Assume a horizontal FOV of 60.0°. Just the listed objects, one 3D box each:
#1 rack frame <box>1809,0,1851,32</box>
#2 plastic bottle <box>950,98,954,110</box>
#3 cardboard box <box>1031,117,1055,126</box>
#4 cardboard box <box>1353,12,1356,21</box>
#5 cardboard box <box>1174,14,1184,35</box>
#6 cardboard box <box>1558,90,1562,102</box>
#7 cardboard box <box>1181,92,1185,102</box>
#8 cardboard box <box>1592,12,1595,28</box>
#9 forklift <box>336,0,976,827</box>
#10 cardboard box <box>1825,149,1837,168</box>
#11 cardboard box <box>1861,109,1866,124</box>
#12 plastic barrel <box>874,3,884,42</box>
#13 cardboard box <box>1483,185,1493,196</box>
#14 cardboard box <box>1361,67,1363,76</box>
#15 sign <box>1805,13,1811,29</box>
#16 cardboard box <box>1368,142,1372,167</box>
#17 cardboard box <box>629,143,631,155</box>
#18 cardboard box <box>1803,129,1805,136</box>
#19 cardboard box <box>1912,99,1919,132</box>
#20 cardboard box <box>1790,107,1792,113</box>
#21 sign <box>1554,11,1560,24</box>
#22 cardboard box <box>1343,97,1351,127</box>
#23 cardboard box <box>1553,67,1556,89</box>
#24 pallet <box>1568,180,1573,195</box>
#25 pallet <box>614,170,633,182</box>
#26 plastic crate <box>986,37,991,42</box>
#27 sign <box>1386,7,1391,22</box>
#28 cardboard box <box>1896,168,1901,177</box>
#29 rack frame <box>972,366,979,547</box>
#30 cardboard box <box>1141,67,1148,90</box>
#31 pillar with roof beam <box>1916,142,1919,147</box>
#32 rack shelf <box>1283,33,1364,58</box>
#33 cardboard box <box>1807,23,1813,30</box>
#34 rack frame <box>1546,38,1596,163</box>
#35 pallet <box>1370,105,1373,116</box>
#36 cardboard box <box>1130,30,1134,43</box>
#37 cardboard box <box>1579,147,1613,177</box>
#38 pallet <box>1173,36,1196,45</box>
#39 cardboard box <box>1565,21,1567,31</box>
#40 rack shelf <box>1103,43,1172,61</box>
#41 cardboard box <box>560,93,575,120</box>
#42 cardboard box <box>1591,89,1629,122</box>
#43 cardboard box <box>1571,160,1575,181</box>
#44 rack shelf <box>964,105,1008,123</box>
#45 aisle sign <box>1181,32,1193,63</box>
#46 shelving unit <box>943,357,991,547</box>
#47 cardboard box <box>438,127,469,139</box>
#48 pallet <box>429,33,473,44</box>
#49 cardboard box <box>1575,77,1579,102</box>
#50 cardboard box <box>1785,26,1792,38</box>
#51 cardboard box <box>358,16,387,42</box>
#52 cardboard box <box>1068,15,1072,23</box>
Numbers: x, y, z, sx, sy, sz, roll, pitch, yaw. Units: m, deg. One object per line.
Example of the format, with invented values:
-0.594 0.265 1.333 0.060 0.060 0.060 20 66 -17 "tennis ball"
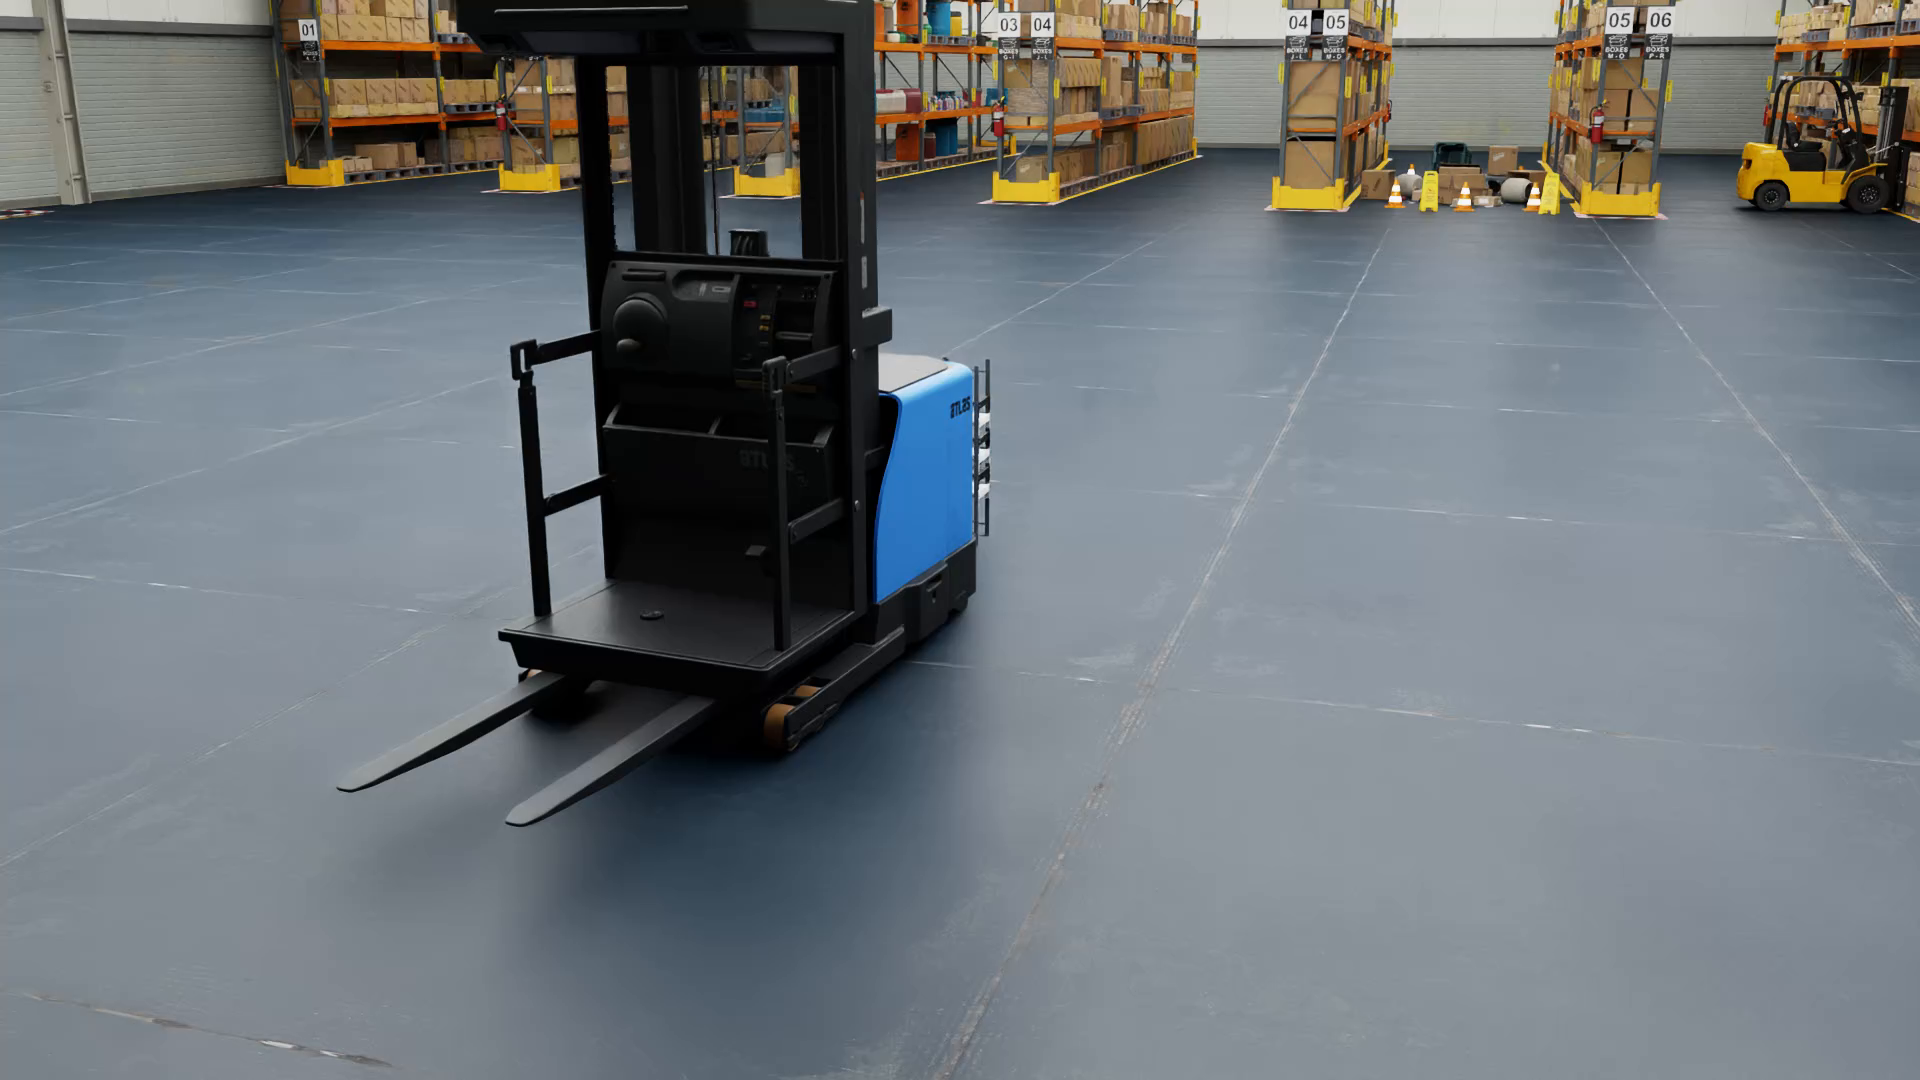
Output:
18.827 -12.354 35.395 1.000 3.000 0.127 5 16 16 "rack frame"
-0.233 -10.589 40.394 0.152 0.276 0.135 5 16 16 "plastic bottle"
1.465 -7.416 29.440 0.380 0.149 0.250 5 16 16 "cardboard box"
6.573 -8.972 28.473 0.380 0.149 0.250 5 16 16 "cardboard box"
5.172 -12.838 41.459 0.700 0.500 0.500 5 17 18 "cardboard box"
13.671 -9.927 37.191 0.500 0.250 0.500 4 16 14 "cardboard box"
5.385 -11.188 42.008 0.500 0.250 0.500 5 16 16 "cardboard box"
11.113 -8.914 28.491 0.500 0.250 0.500 5 17 16 "cardboard box"
-0.962 -0.808 5.808 1.130 2.935 3.031 6 17 22 "forklift"
17.604 -7.549 33.257 0.500 0.500 0.500 5 17 17 "cardboard box"
16.754 -7.715 30.307 0.500 0.250 0.500 5 17 16 "cardboard box"
-1.948 -11.239 36.172 0.600 0.830 0.708 5 16 16 "plastic barrel"
9.504 -6.397 30.397 0.258 0.266 0.396 -7 17 -23 "cardboard box"
7.876 -9.443 34.110 0.700 0.500 0.500 4 16 15 "cardboard box"
18.304 -11.200 35.875 0.100 0.325 0.005 5 16 16 "sign"
8.740 -8.460 36.469 0.500 0.500 0.500 5 17 17 "cardboard box"
-6.849 -8.535 36.164 0.500 0.311 0.500 5 16 16 "cardboard box"
18.528 -8.845 36.094 0.380 0.149 0.250 4 16 15 "cardboard box"
15.606 -6.795 26.606 0.500 0.500 0.500 4 16 15 "cardboard box"
18.880 -9.657 37.338 0.380 0.149 0.250 5 17 17 "cardboard box"
14.673 -12.845 40.875 0.100 0.325 0.005 5 16 16 "sign"
6.359 -7.525 29.089 0.875 0.550 0.550 5 16 16 "cardboard box"
14.654 -11.189 40.264 0.500 0.500 0.500 4 16 14 "cardboard box"
12.013 -6.622 31.287 1.003 0.211 1.213 5 16 16 "pallet"
-7.471 -7.751 35.268 1.003 0.211 1.213 5 16 16 "pallet"
0.577 -13.352 44.650 0.497 0.269 0.590 5 16 16 "plastic crate"
9.825 -12.049 38.146 0.100 0.325 0.005 5 16 16 "sign"
15.680 -5.998 27.331 0.500 0.250 0.500 5 16 16 "cardboard box"
-0.027 -0.408 8.120 0.240 0.900 0.006 5 16 16 "rack frame"
3.840 -10.465 37.707 0.797 0.503 0.637 5 17 17 "cardboard box"
14.056 -11.231 31.434 9.100 9.000 0.400 5 16 16 "pillar with roof beam"
6.450 -8.690 29.293 1.077 0.370 4.000 5 16 16 "rack shelf"
18.254 -10.928 35.372 0.380 0.149 0.250 5 17 16 "cardboard box"
15.203 -10.899 41.257 1.000 3.000 0.127 5 16 16 "rack frame"
8.256 -9.266 35.851 1.213 0.211 1.003 5 16 16 "pallet"
3.400 -10.671 35.232 0.500 0.250 0.500 5 16 16 "cardboard box"
11.077 -6.589 28.959 0.500 0.500 0.500 6 17 19 "cardboard box"
5.501 -12.873 42.882 1.003 0.211 1.213 5 16 16 "pallet"
13.589 -11.329 36.753 0.396 0.266 0.258 4 16 15 "cardboard box"
3.997 -11.194 38.121 1.077 0.370 4.000 5 16 16 "rack shelf"
-8.052 -8.557 32.819 0.700 0.500 0.500 5 17 17 "cardboard box"
10.546 -7.067 27.021 0.500 0.500 0.500 4 16 15 "cardboard box"
12.141 -7.023 31.638 0.950 0.372 0.625 6 17 19 "cardboard box"
0.385 -11.182 43.574 1.077 0.370 4.000 5 16 16 "rack shelf"
6.010 -12.913 43.596 0.394 0.787 0.004 5 16 16 "aisle sign"
0.002 -0.435 8.214 0.258 0.900 0.210 5 16 16 "shelving unit"
-11.640 -9.359 38.230 0.500 0.250 0.500 4 16 15 "cardboard box"
-11.678 -11.186 37.117 1.213 0.211 1.003 5 16 16 "pallet"
12.145 -8.693 31.981 0.500 0.500 0.500 4 16 14 "cardboard box"
19.293 -11.666 38.196 0.500 0.250 0.500 4 16 14 "cardboard box"
-12.295 -10.618 34.551 0.500 0.500 0.500 6 17 19 "cardboard box"
1.794 -9.363 29.890 0.380 0.149 0.250 5 16 16 "cardboard box"
